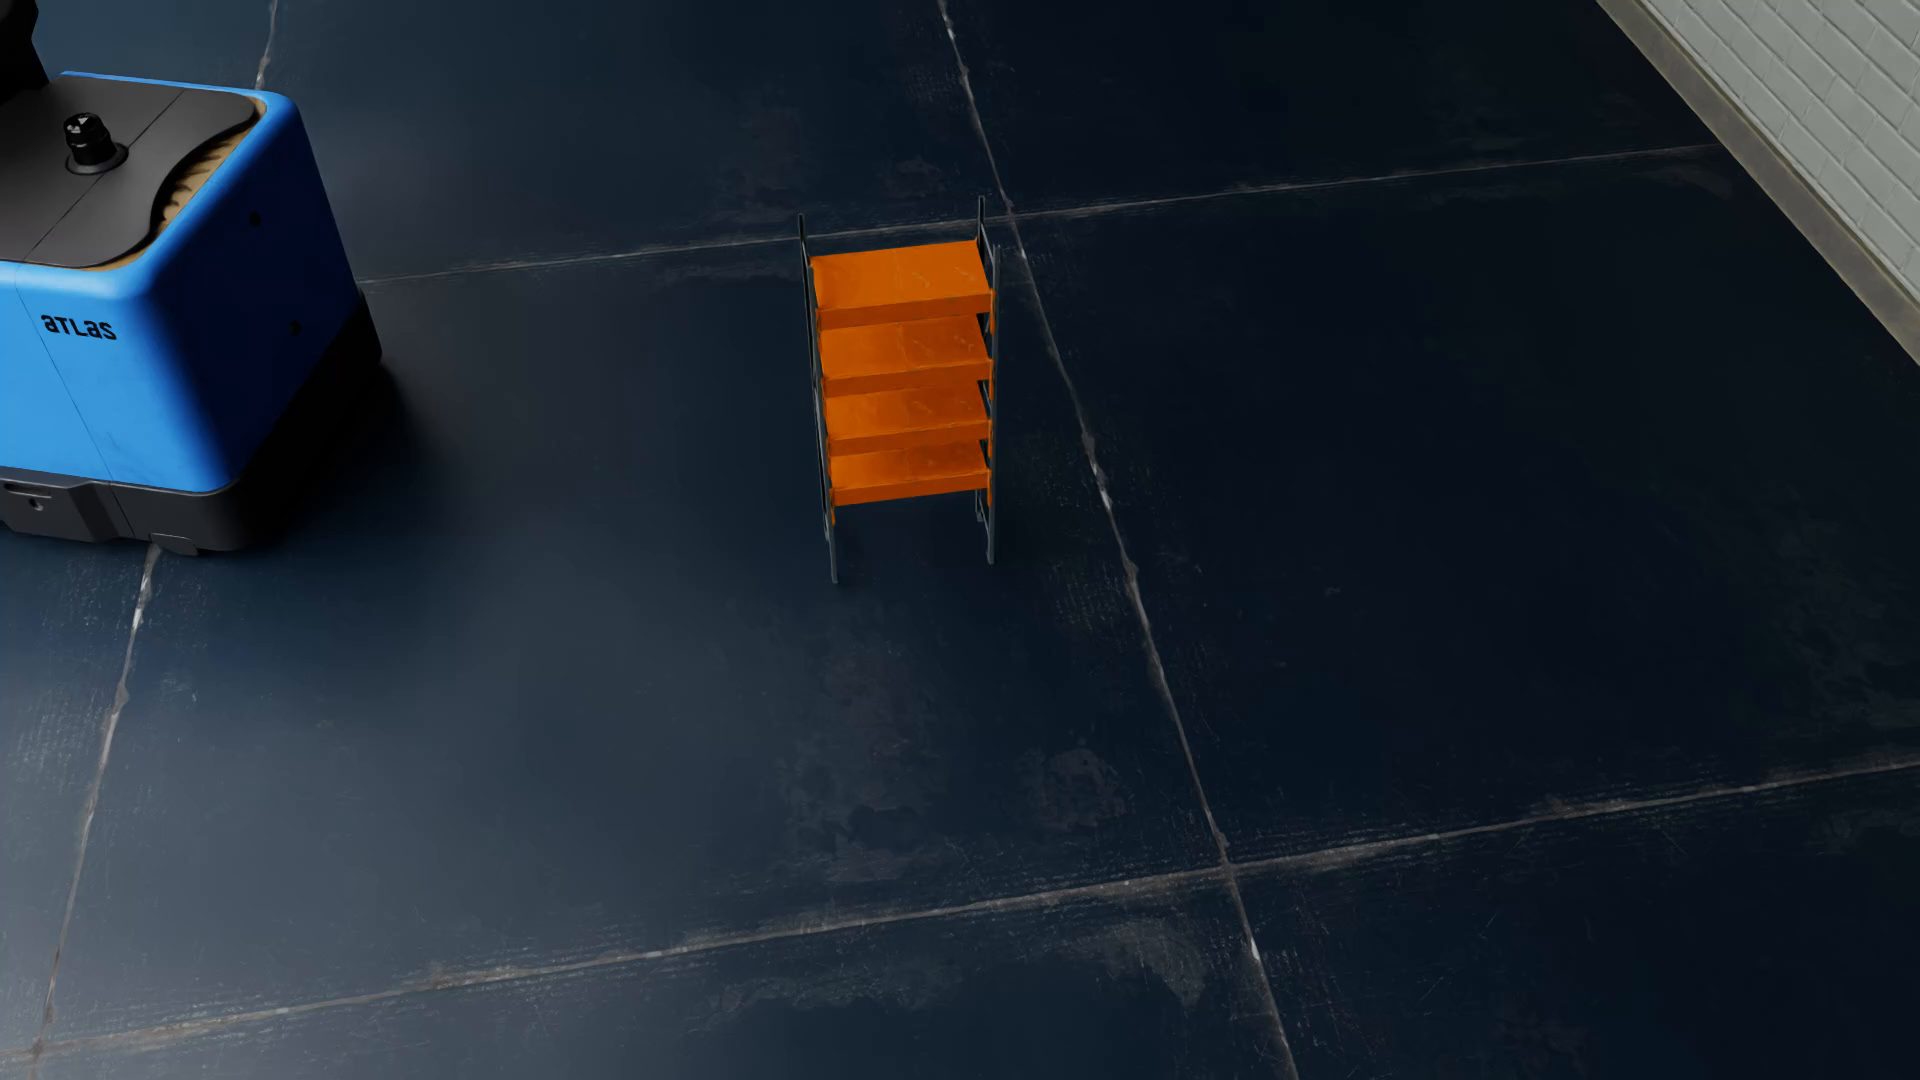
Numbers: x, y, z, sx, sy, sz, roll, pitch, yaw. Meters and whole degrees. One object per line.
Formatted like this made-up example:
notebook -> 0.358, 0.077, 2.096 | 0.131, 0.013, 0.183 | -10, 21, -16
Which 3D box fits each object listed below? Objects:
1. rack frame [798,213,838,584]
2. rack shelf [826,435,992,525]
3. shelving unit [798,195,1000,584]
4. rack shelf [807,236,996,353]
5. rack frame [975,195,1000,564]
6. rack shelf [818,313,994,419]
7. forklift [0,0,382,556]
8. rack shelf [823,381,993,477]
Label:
rack frame -> -0.404, -0.366, 4.769 | 0.015, 1.200, 0.240 | -7, 46, -7
rack shelf -> -0.163, -0.212, 4.990 | 0.480, 0.148, 0.258 | -7, 46, -7
shelving unit -> -0.163, -0.396, 4.798 | 0.503, 1.200, 0.258 | -7, 46, -7
rack shelf -> -0.163, -0.669, 4.515 | 0.480, 0.148, 0.258 | -7, 46, -7
rack frame -> 0.077, -0.426, 4.827 | 0.015, 1.200, 0.240 | -7, 46, -7
rack shelf -> -0.163, -0.505, 4.686 | 0.480, 0.148, 0.258 | -7, 46, -7
forklift -> -3.571, -1.487, 4.648 | 3.031, 2.935, 1.130 | 8, 47, 7
rack shelf -> -0.163, -0.349, 4.847 | 0.480, 0.148, 0.258 | -7, 46, -7
